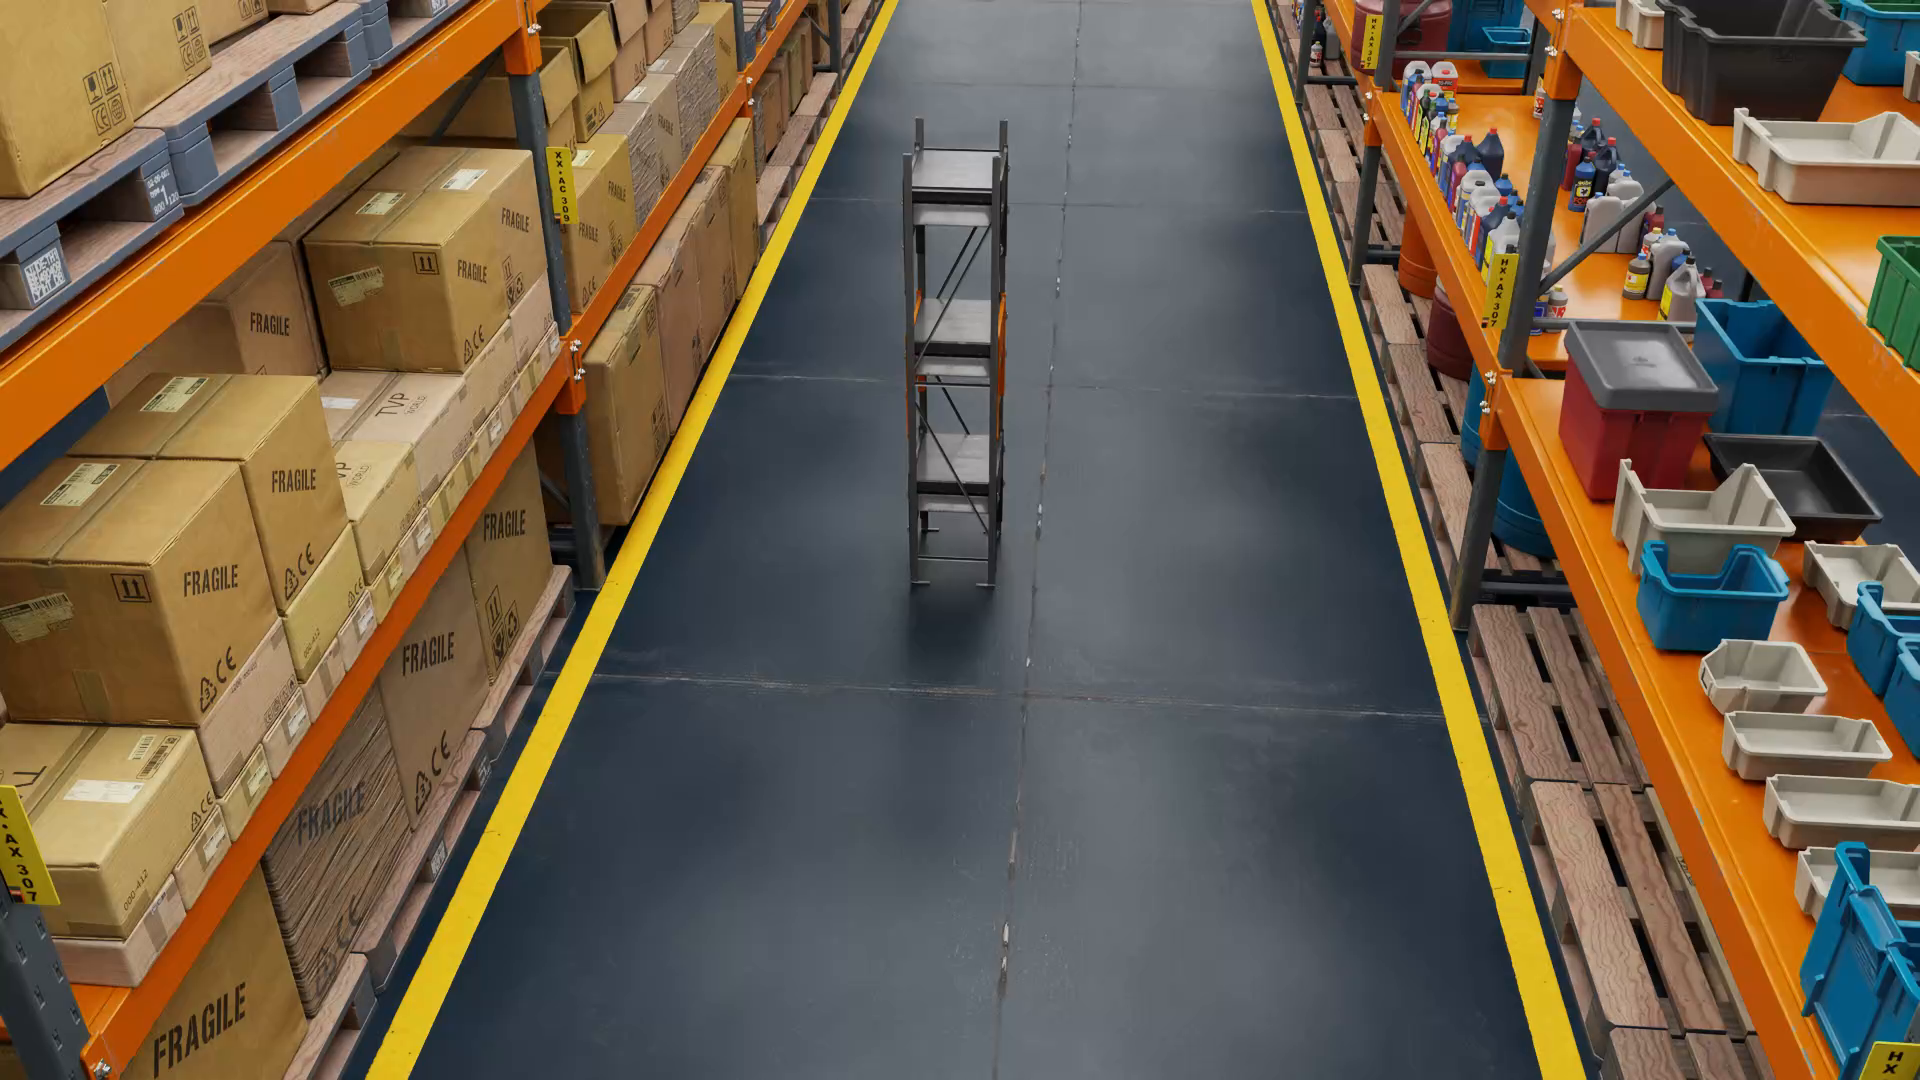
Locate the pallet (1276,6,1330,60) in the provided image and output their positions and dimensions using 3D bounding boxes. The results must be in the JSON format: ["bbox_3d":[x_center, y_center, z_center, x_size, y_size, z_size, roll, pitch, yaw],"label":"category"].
[{"bbox_3d":[3.589,-4.853,15.924,1.003,0.211,1.213,2,32,4],"label":"pallet"}]

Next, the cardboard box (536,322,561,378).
[{"bbox_3d":[-1.890,-0.799,6.927,0.380,0.149,0.250,3,32,4],"label":"cardboard box"}]

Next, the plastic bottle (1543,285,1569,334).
[{"bbox_3d":[2.580,-1.008,7.216,0.097,0.201,0.097,0,32,0],"label":"plastic bottle"}]

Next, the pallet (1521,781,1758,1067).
[{"bbox_3d":[2.627,1.345,5.867,1.003,0.211,1.213,2,32,4],"label":"pallet"}]

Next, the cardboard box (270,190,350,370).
[{"bbox_3d":[-2.534,-0.965,6.102,0.500,0.500,0.500,2,32,4],"label":"cardboard box"}]

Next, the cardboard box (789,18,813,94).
[{"bbox_3d":[-1.612,-4.066,13.952,0.700,0.500,0.500,0,32,0],"label":"cardboard box"}]

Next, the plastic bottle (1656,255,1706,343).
[{"bbox_3d":[3.100,-1.039,7.123,0.144,0.351,0.185,2,32,4],"label":"plastic bottle"}]

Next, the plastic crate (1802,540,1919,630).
[{"bbox_3d":[2.902,0.142,5.355,0.293,0.136,0.466,2,32,4],"label":"plastic crate"}]

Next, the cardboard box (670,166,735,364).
[{"bbox_3d":[-2.024,-1.620,9.644,1.225,0.875,0.875,3,32,4],"label":"cardboard box"}]

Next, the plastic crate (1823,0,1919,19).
[{"bbox_3d":[3.011,-1.821,5.688,0.450,0.188,0.662,2,32,4],"label":"plastic crate"}]

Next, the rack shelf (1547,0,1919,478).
[{"bbox_3d":[2.582,-0.793,4.504,1.077,0.370,4.000,2,32,4],"label":"rack shelf"}]

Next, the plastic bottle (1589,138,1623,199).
[{"bbox_3d":[3.289,-1.864,8.462,0.144,0.351,0.185,2,32,4],"label":"plastic bottle"}]

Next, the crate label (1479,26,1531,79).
[{"bbox_3d":[3.478,-3.093,10.569,0.303,0.233,0.416,2,32,4],"label":"crate label"}]

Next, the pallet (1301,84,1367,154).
[{"bbox_3d":[3.371,-3.452,13.650,1.003,0.211,1.213,2,32,4],"label":"pallet"}]

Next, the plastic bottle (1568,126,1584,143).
[{"bbox_3d":[3.369,-2.160,9.085,0.097,0.201,0.097,0,32,0],"label":"plastic bottle"}]

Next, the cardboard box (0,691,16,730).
[{"bbox_3d":[-2.701,0.419,4.570,0.500,0.250,0.500,2,32,3],"label":"cardboard box"}]

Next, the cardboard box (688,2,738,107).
[{"bbox_3d":[-1.660,-2.945,10.075,0.500,0.500,0.500,3,32,5],"label":"cardboard box"}]

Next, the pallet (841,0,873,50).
[{"bbox_3d":[-1.425,-5.068,16.273,1.003,0.211,1.213,2,32,4],"label":"pallet"}]

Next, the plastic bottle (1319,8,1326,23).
[{"bbox_3d":[3.307,-4.710,15.203,0.061,0.283,0.133,2,32,4],"label":"plastic bottle"}]

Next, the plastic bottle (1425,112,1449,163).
[{"bbox_3d":[2.609,-2.201,9.085,0.097,0.271,0.097,0,32,0],"label":"plastic bottle"}]

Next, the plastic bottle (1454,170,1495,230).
[{"bbox_3d":[2.555,-1.682,8.238,0.152,0.276,0.135,2,32,4],"label":"plastic bottle"}]

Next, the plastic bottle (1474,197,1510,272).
[{"bbox_3d":[2.508,-1.438,7.772,0.144,0.351,0.185,2,32,4],"label":"plastic bottle"}]

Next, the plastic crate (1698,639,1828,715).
[{"bbox_3d":[2.347,0.423,4.899,0.298,0.136,0.250,2,32,4],"label":"plastic crate"}]

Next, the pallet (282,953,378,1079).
[{"bbox_3d":[-2.531,1.778,5.164,1.003,0.211,1.213,2,32,4],"label":"pallet"}]

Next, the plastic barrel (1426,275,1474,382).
[{"bbox_3d":[2.955,-1.265,9.342,0.600,0.588,0.708,2,32,4],"label":"plastic barrel"}]

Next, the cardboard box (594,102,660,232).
[{"bbox_3d":[-1.824,-1.877,8.341,0.500,0.500,0.500,2,32,3],"label":"cardboard box"}]

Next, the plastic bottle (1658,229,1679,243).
[{"bbox_3d":[3.228,-1.290,7.607,0.097,0.271,0.097,0,32,0],"label":"plastic bottle"}]

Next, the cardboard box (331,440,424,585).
[{"bbox_3d":[-2.092,-0.098,5.410,0.500,0.250,0.500,2,32,3],"label":"cardboard box"}]

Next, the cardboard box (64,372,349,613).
[{"bbox_3d":[-2.133,-0.142,4.766,0.500,0.500,0.500,2,32,3],"label":"cardboard box"}]

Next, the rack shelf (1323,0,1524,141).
[{"bbox_3d":[3.233,-3.699,12.079,1.077,0.370,4.000,2,32,4],"label":"rack shelf"}]

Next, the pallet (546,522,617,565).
[{"bbox_3d":[-2.204,-0.299,8.534,1.003,0.211,1.213,2,32,4],"label":"pallet"}]

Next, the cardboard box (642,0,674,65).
[{"bbox_3d":[-1.998,-2.919,9.076,0.797,0.503,0.637,3,32,5],"label":"cardboard box"}]

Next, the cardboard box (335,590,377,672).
[{"bbox_3d":[-2.058,0.275,5.184,0.380,0.149,0.250,2,32,3],"label":"cardboard box"}]

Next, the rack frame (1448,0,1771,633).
[{"bbox_3d":[2.745,-0.868,6.800,1.000,3.000,0.127,2,32,4],"label":"rack frame"}]

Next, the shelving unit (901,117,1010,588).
[{"bbox_3d":[-0.013,-0.807,7.559,0.431,2.100,0.503,2,32,4],"label":"shelving unit"}]

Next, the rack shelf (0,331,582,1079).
[{"bbox_3d":[-2.355,0.272,5.635,1.077,0.370,4.000,2,32,4],"label":"rack shelf"}]

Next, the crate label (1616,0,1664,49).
[{"bbox_3d":[2.417,-1.789,5.687,0.293,0.136,0.466,2,32,4],"label":"crate label"}]

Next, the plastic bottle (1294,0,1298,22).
[{"bbox_3d":[3.235,-5.055,15.774,0.097,0.271,0.097,0,32,0],"label":"plastic bottle"}]

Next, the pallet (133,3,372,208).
[{"bbox_3d":[-2.371,-1.255,4.653,1.003,0.211,1.213,2,32,4],"label":"pallet"}]

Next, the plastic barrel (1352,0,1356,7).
[{"bbox_3d":[3.004,-4.008,11.766,0.433,0.535,0.433,0,32,0],"label":"plastic barrel"}]

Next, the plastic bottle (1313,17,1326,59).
[{"bbox_3d":[3.161,-4.460,14.734,0.144,0.351,0.185,2,32,3],"label":"plastic bottle"}]

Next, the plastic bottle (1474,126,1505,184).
[{"bbox_3d":[2.745,-1.982,8.654,0.144,0.351,0.185,2,32,4],"label":"plastic bottle"}]

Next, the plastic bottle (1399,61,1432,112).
[{"bbox_3d":[2.713,-2.695,9.881,0.152,0.276,0.135,2,32,4],"label":"plastic bottle"}]

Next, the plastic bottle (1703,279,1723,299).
[{"bbox_3d":[3.200,-0.992,7.112,0.061,0.283,0.133,2,32,4],"label":"plastic bottle"}]

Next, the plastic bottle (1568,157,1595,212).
[{"bbox_3d":[3.165,-1.812,8.454,0.097,0.271,0.097,0,32,0],"label":"plastic bottle"}]

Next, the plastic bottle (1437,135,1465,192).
[{"bbox_3d":[2.600,-1.969,8.705,0.152,0.276,0.135,2,32,4],"label":"plastic bottle"}]

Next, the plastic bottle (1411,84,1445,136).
[{"bbox_3d":[2.675,-2.453,9.489,0.152,0.276,0.135,2,32,4],"label":"plastic bottle"}]

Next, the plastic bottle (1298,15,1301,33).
[{"bbox_3d":[3.202,-4.813,15.449,0.097,0.201,0.097,0,32,0],"label":"plastic bottle"}]

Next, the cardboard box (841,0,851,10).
[{"bbox_3d":[-1.367,-5.503,16.302,0.500,0.500,0.500,5,32,9],"label":"cardboard box"}]

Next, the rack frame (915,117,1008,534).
[{"bbox_3d":[0.006,-0.935,7.766,0.400,2.100,0.015,2,32,4],"label":"rack frame"}]

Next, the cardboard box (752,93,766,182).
[{"bbox_3d":[-1.799,-2.936,12.119,0.700,0.500,0.500,0,32,0],"label":"cardboard box"}]

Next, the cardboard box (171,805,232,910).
[{"bbox_3d":[-2.140,0.813,4.311,0.380,0.149,0.250,2,32,3],"label":"cardboard box"}]

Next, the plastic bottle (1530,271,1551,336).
[{"bbox_3d":[2.454,-1.035,7.189,0.152,0.276,0.135,2,32,4],"label":"plastic bottle"}]

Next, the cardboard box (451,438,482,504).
[{"bbox_3d":[-1.974,-0.261,6.054,0.380,0.149,0.250,3,32,5],"label":"cardboard box"}]

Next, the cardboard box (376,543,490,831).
[{"bbox_3d":[-2.399,0.458,6.272,0.875,0.875,0.875,2,32,4],"label":"cardboard box"}]

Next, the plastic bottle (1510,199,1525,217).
[{"bbox_3d":[2.651,-1.492,7.935,0.097,0.271,0.097,0,32,0],"label":"plastic bottle"}]

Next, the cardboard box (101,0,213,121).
[{"bbox_3d":[-2.369,-1.365,4.156,0.700,0.500,0.500,0,32,1],"label":"cardboard box"}]

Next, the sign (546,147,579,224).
[{"bbox_3d":[-1.639,-1.459,6.858,0.100,0.325,0.005,2,32,4],"label":"sign"}]
